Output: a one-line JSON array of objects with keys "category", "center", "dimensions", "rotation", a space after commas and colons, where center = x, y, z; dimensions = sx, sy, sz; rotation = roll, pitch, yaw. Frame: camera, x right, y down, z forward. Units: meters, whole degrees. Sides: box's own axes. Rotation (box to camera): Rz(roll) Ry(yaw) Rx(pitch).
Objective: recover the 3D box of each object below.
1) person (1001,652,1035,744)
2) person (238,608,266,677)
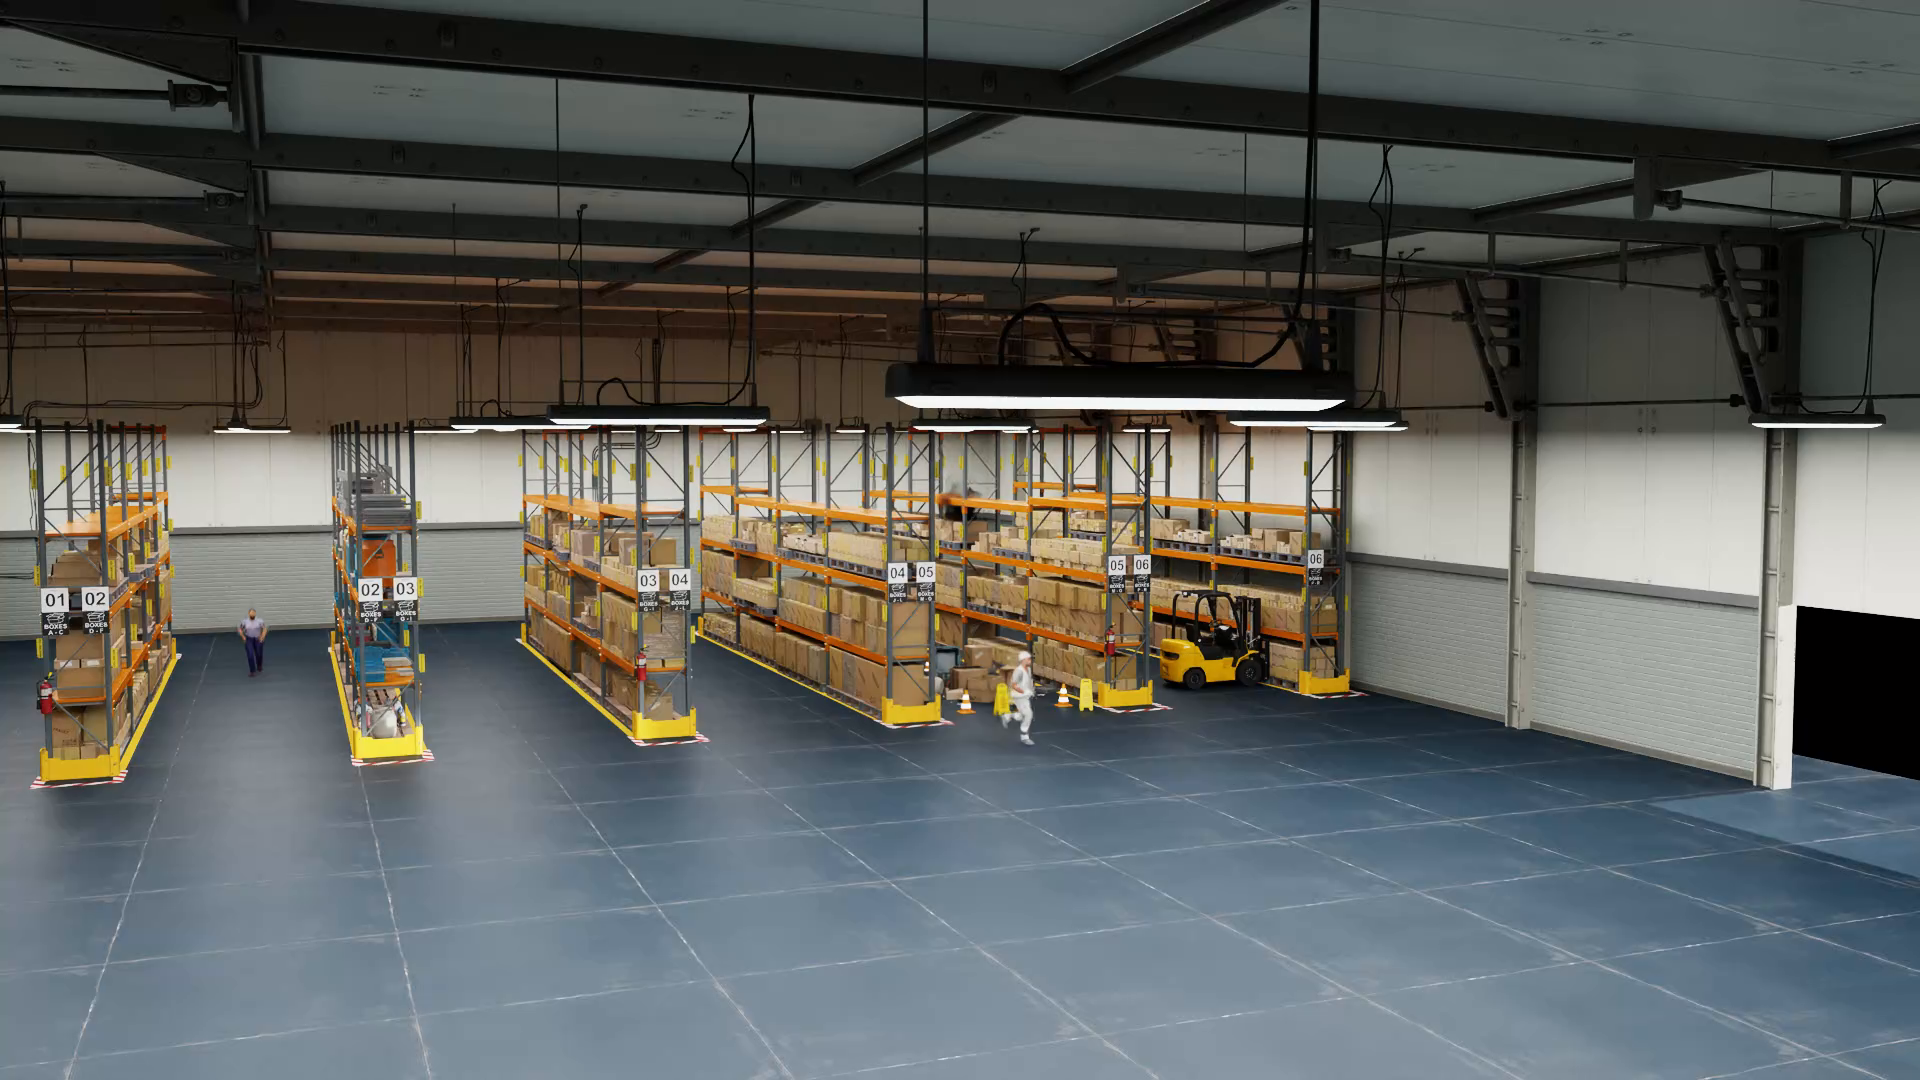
[{"category": "person", "center": [1.098, 2.937, 30.994], "dimensions": [0.722, 1.738, 0.697], "rotation": [1, 4, 23]}, {"category": "person", "center": [-16.936, 2.440, 39.802], "dimensions": [0.623, 1.619, 0.550], "rotation": [-2, 4, -24]}]
